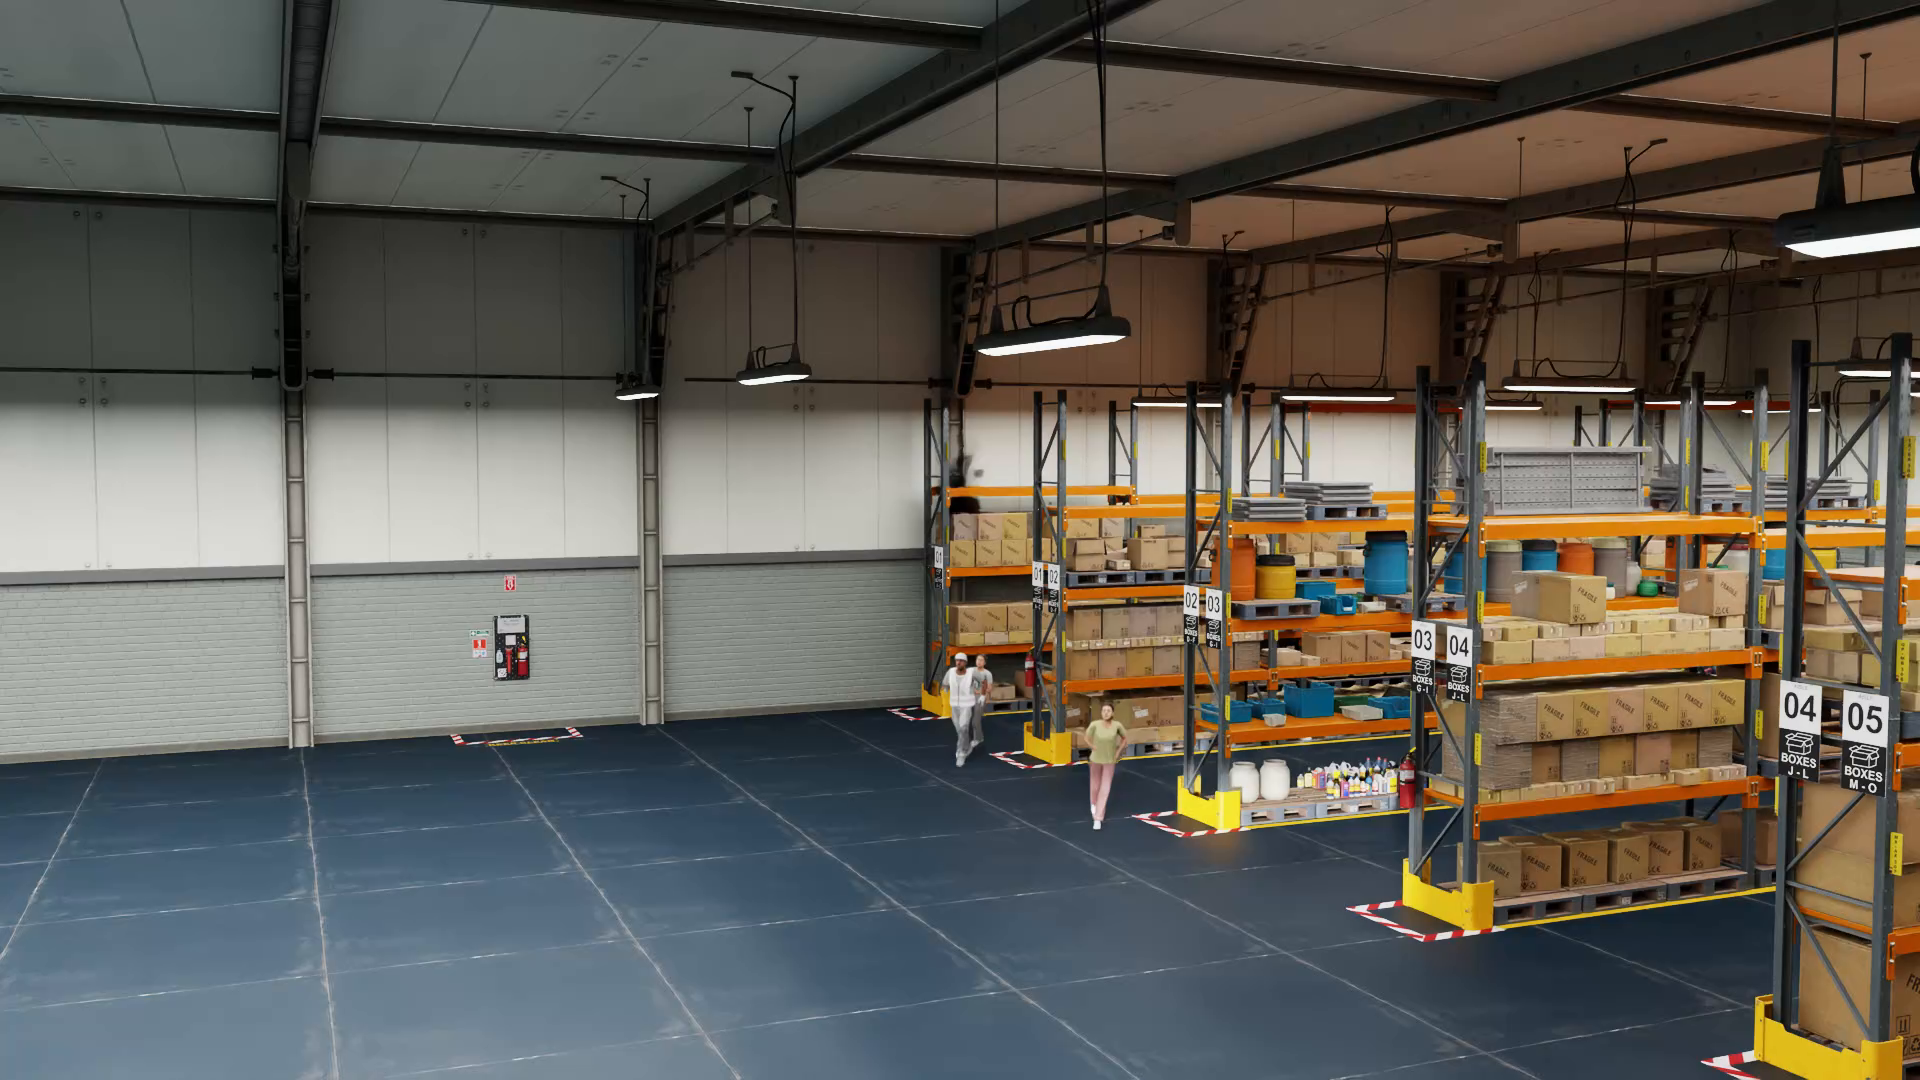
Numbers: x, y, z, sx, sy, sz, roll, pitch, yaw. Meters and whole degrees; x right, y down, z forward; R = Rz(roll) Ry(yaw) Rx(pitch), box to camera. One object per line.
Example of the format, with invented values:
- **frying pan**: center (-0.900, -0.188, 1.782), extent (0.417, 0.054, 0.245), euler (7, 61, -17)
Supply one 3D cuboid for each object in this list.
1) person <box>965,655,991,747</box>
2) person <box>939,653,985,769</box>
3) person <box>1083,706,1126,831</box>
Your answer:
- **person**: center (0.224, 2.734, 27.466), extent (0.606, 1.658, 0.794), euler (2, 4, 28)
- **person**: center (-0.005, 2.702, 26.699), extent (0.714, 1.789, 0.965), euler (1, 4, 21)
- **person**: center (1.945, 3.040, 22.393), extent (0.579, 1.639, 0.687), euler (1, 3, 9)
